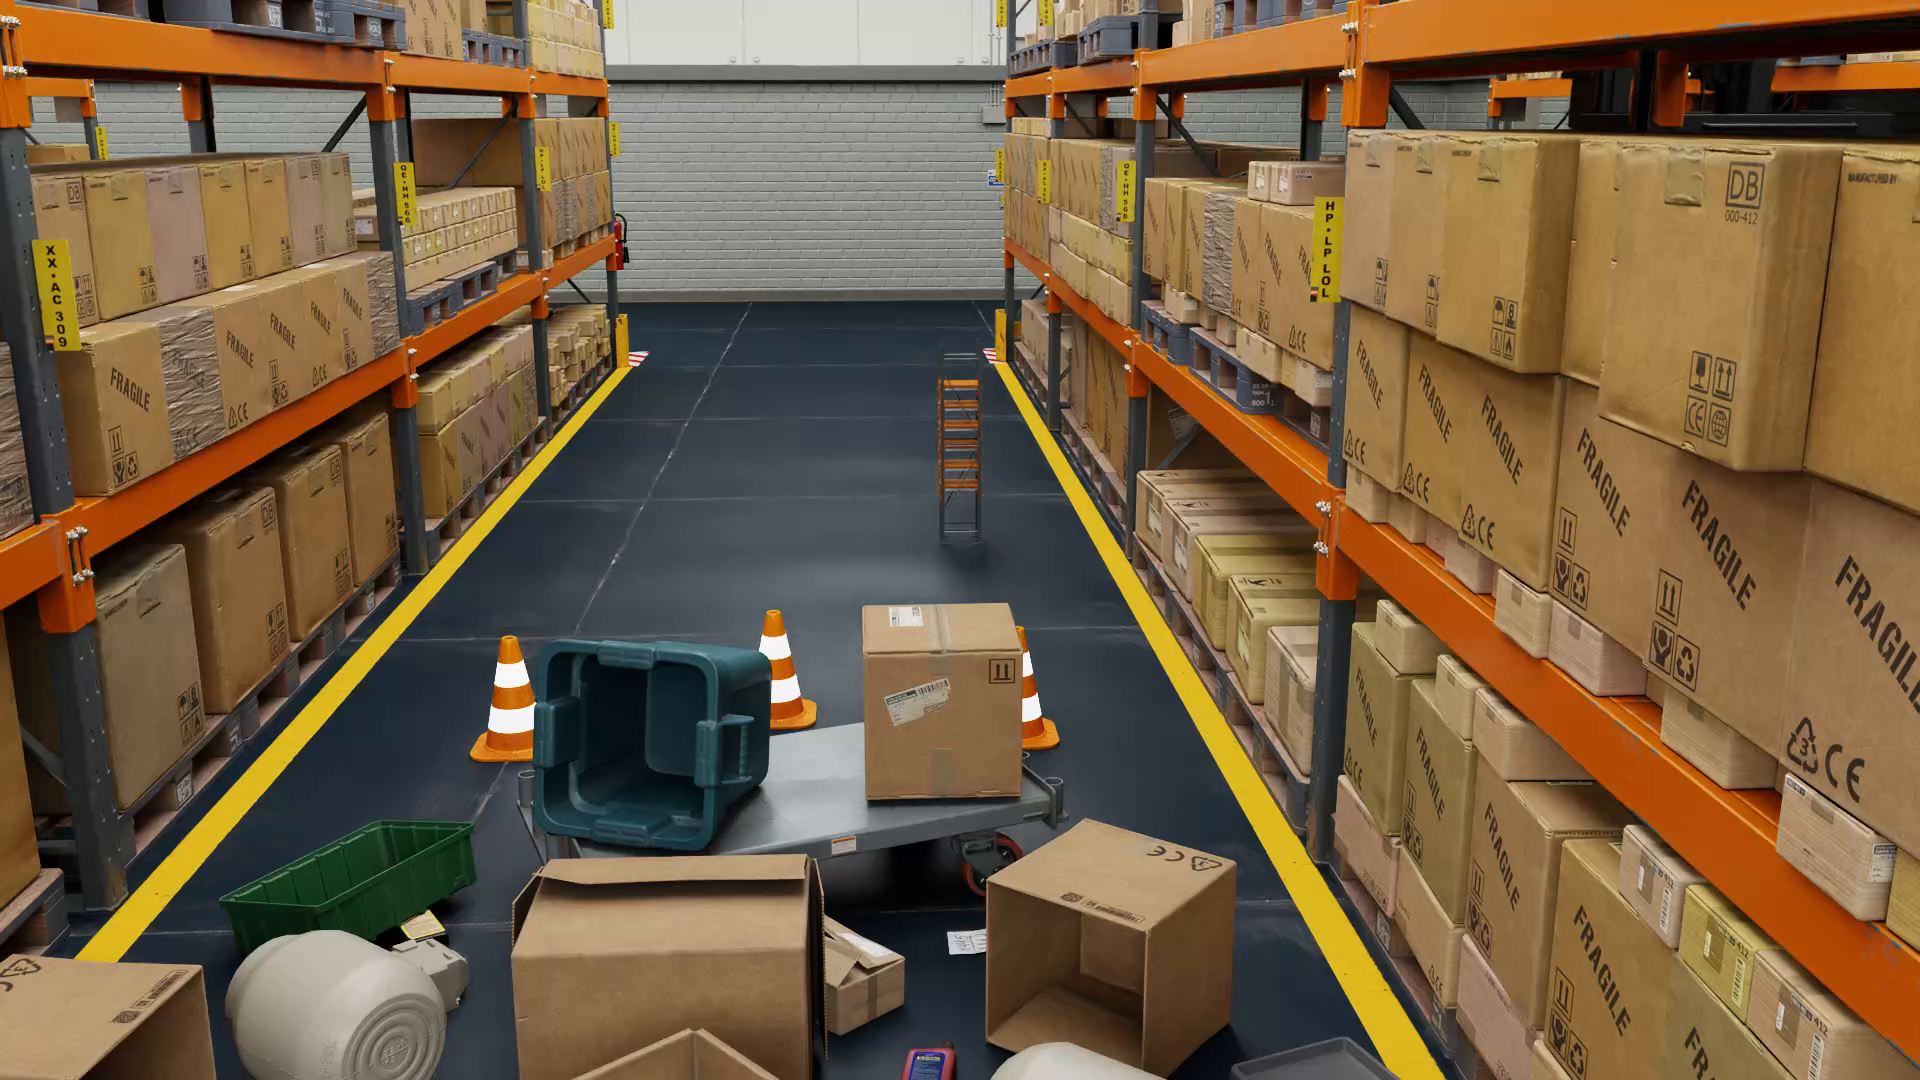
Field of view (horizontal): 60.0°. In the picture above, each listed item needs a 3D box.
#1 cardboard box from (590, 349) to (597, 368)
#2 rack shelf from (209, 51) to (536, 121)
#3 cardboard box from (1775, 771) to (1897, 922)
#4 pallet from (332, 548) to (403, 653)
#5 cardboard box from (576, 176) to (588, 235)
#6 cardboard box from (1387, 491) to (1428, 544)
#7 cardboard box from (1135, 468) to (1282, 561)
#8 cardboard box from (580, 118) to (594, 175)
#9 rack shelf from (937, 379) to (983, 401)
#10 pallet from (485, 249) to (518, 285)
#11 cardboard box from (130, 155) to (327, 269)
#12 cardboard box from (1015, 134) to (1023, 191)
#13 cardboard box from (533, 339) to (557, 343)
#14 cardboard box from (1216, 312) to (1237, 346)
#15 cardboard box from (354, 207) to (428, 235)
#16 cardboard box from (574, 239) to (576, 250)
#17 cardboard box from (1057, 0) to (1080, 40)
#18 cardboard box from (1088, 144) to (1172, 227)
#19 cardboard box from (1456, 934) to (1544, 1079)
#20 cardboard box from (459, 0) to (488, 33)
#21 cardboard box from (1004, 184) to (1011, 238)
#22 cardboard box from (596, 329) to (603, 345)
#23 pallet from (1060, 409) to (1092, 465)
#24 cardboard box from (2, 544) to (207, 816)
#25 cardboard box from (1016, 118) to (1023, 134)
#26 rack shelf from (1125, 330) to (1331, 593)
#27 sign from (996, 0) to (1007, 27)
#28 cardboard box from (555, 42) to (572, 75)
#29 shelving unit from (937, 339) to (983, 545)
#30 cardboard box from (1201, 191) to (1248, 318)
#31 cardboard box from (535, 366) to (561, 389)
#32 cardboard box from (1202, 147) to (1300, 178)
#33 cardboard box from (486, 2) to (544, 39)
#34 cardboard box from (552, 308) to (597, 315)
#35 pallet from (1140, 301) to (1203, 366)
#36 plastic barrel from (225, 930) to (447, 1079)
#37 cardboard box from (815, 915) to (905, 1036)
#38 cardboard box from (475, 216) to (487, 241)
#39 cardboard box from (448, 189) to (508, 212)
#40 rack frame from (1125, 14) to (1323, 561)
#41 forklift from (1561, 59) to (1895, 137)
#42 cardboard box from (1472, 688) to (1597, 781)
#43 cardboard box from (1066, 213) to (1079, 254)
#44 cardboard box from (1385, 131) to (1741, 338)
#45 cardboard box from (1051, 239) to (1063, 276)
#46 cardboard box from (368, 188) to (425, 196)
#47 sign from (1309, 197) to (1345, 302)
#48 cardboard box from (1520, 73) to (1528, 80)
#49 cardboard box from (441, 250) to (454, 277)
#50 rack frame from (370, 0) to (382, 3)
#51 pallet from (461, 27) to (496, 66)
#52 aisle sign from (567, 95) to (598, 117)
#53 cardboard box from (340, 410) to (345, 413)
[{"bbox_3d":[-3.575,-1.683,15.425,0.380,0.149,0.250,-2,15,-6],"label":"cardboard box"},{"bbox_3d":[-3.598,-2.853,10.518,1.077,0.370,4.000,-1,14,-3],"label":"rack shelf"},{"bbox_3d":[1.552,0.480,2.646,0.380,0.149,0.250,-1,14,-2],"label":"cardboard box"},{"bbox_3d":[-3.500,0.297,8.450,1.003,0.211,1.213,-1,14,-3],"label":"pallet"},{"bbox_3d":[-3.596,-2.947,14.663,0.500,0.500,0.500,0,14,-1],"label":"cardboard box"},{"bbox_3d":[1.475,-0.091,4.864,0.380,0.149,0.250,0,14,-2],"label":"cardboard box"},{"bbox_3d":[1.485,-0.143,8.992,0.950,0.372,0.625,-2,15,-7],"label":"cardboard box"},{"bbox_3d":[-3.620,-3.552,15.009,0.500,0.500,0.500,0,14,-1],"label":"cardboard box"},{"bbox_3d":[0.001,-0.883,9.784,0.258,0.103,0.180,-1,14,-3],"label":"rack shelf"},{"bbox_3d":[-3.819,-1.961,12.012,1.003,0.211,1.213,-1,14,-3],"label":"pallet"},{"bbox_3d":[-3.423,-1.546,7.809,0.700,0.500,0.500,-1,14,-4],"label":"cardboard box"},{"bbox_3d":[0.789,-3.495,15.383,0.500,0.500,0.500,-1,14,-4],"label":"cardboard box"},{"bbox_3d":[-3.559,-1.577,13.821,0.380,0.149,0.250,-1,14,-4],"label":"cardboard box"},{"bbox_3d":[1.347,-0.948,7.353,0.380,0.149,0.250,0,14,-2],"label":"cardboard box"},{"bbox_3d":[-3.339,-1.867,9.730,0.380,0.149,0.250,-1,14,-4],"label":"cardboard box"},{"bbox_3d":[-3.643,-2.655,14.829,0.380,0.149,0.250,-1,14,-2],"label":"cardboard box"},{"bbox_3d":[0.978,-3.828,11.823,0.500,0.500,0.500,-1,14,-4],"label":"cardboard box"},{"bbox_3d":[1.103,-2.261,10.587,0.500,0.500,0.500,-1,14,-3],"label":"cardboard box"},{"bbox_3d":[1.555,1.186,4.074,0.500,0.250,0.500,-1,14,-4],"label":"cardboard box"},{"bbox_3d":[-3.808,-3.855,11.924,0.700,0.500,0.500,-1,14,-3],"label":"cardboard box"},{"bbox_3d":[0.708,-3.267,16.503,0.500,0.500,0.500,-1,14,-4],"label":"cardboard box"},{"bbox_3d":[-3.618,-1.951,15.873,0.380,0.149,0.250,-1,15,-6],"label":"cardboard box"},{"bbox_3d":[1.336,-0.806,12.737,1.003,0.211,1.213,-1,14,-3],"label":"pallet"},{"bbox_3d":[-3.354,0.477,5.826,1.050,0.750,0.750,-1,14,-4],"label":"cardboard box"},{"bbox_3d":[0.734,-3.901,15.659,0.380,0.149,0.250,-1,14,-5],"label":"cardboard box"},{"bbox_3d":[1.584,-0.507,7.421,1.077,0.370,4.000,-1,14,-3],"label":"rack shelf"},{"bbox_3d":[0.411,-5.250,16.477,0.100,0.325,0.005,-1,14,-3],"label":"sign"},{"bbox_3d":[-3.540,-3.999,13.832,0.500,0.250,0.500,0,14,-1],"label":"cardboard box"},{"bbox_3d":[0.001,-0.577,9.863,0.258,1.200,0.189,-1,14,-3],"label":"shelving unit"},{"bbox_3d":[1.359,-1.247,7.213,0.500,0.500,0.500,-1,14,-6],"label":"cardboard box"},{"bbox_3d":[-3.425,-1.308,13.371,0.380,0.149,0.250,0,14,-1],"label":"cardboard box"},{"bbox_3d":[1.674,-2.012,9.618,0.500,0.500,0.500,-1,14,-5],"label":"cardboard box"},{"bbox_3d":[-3.512,-3.992,12.798,0.500,0.250,0.500,0,14,-2],"label":"cardboard box"},{"bbox_3d":[-3.725,-2.160,16.088,0.380,0.149,0.250,-1,14,-2],"label":"cardboard box"},{"bbox_3d":[1.611,-1.084,8.606,1.213,0.211,1.003,-1,14,-3],"label":"pallet"},{"bbox_3d":[-1.625,1.250,4.320,0.512,0.421,0.421,10,18,35],"label":"plastic barrel"},{"bbox_3d":[-0.383,1.202,4.822,0.258,0.266,0.396,-13,20,-42],"label":"cardboard box"},{"bbox_3d":[-3.434,-2.116,11.295,0.380,0.149,0.250,-2,15,-6],"label":"cardboard box"},{"bbox_3d":[-3.484,-2.452,12.005,0.380,0.149,0.250,-1,14,-5],"label":"cardboard box"},{"bbox_3d":[1.460,-1.353,9.264,1.000,3.000,0.127,-1,14,-3],"label":"rack frame"},{"bbox_3d":[3.503,-0.960,7.876,1.130,2.935,3.031,-1,14,-5],"label":"forklift"},{"bbox_3d":[1.476,0.471,4.046,0.380,0.149,0.250,0,14,0],"label":"cardboard box"},{"bbox_3d":[1.023,-2.148,11.653,0.500,0.250,0.500,-1,14,-3],"label":"cardboard box"},{"bbox_3d":[1.529,-0.794,4.290,0.700,0.500,0.500,-1,14,-3],"label":"cardboard box"},{"bbox_3d":[0.976,-2.161,12.708,0.500,0.250,0.500,-1,14,-5],"label":"cardboard box"},{"bbox_3d":[-4.156,-2.511,12.232,0.380,0.149,0.250,0,14,-1],"label":"cardboard box"},{"bbox_3d":[1.155,-0.909,5.217,0.100,0.325,0.005,-1,14,-3],"label":"sign"},{"bbox_3d":[5.749,-4.603,16.382,0.380,0.149,0.250,-1,14,-2],"label":"cardboard box"},{"bbox_3d":[-3.371,-1.714,10.331,0.380,0.149,0.250,0,14,-2],"label":"cardboard box"},{"bbox_3d":[-3.474,-4.157,8.122,1.000,3.000,0.127,-1,14,-3],"label":"rack frame"},{"bbox_3d":[-3.722,-3.195,10.780,1.213,0.211,1.003,-1,14,-3],"label":"pallet"},{"bbox_3d":[-3.675,-4.523,16.367,0.394,0.787,0.004,-1,14,-3],"label":"aisle sign"},{"bbox_3d":[-3.778,-0.773,9.680,0.500,0.250,0.500,-1,14,-5],"label":"cardboard box"}]
